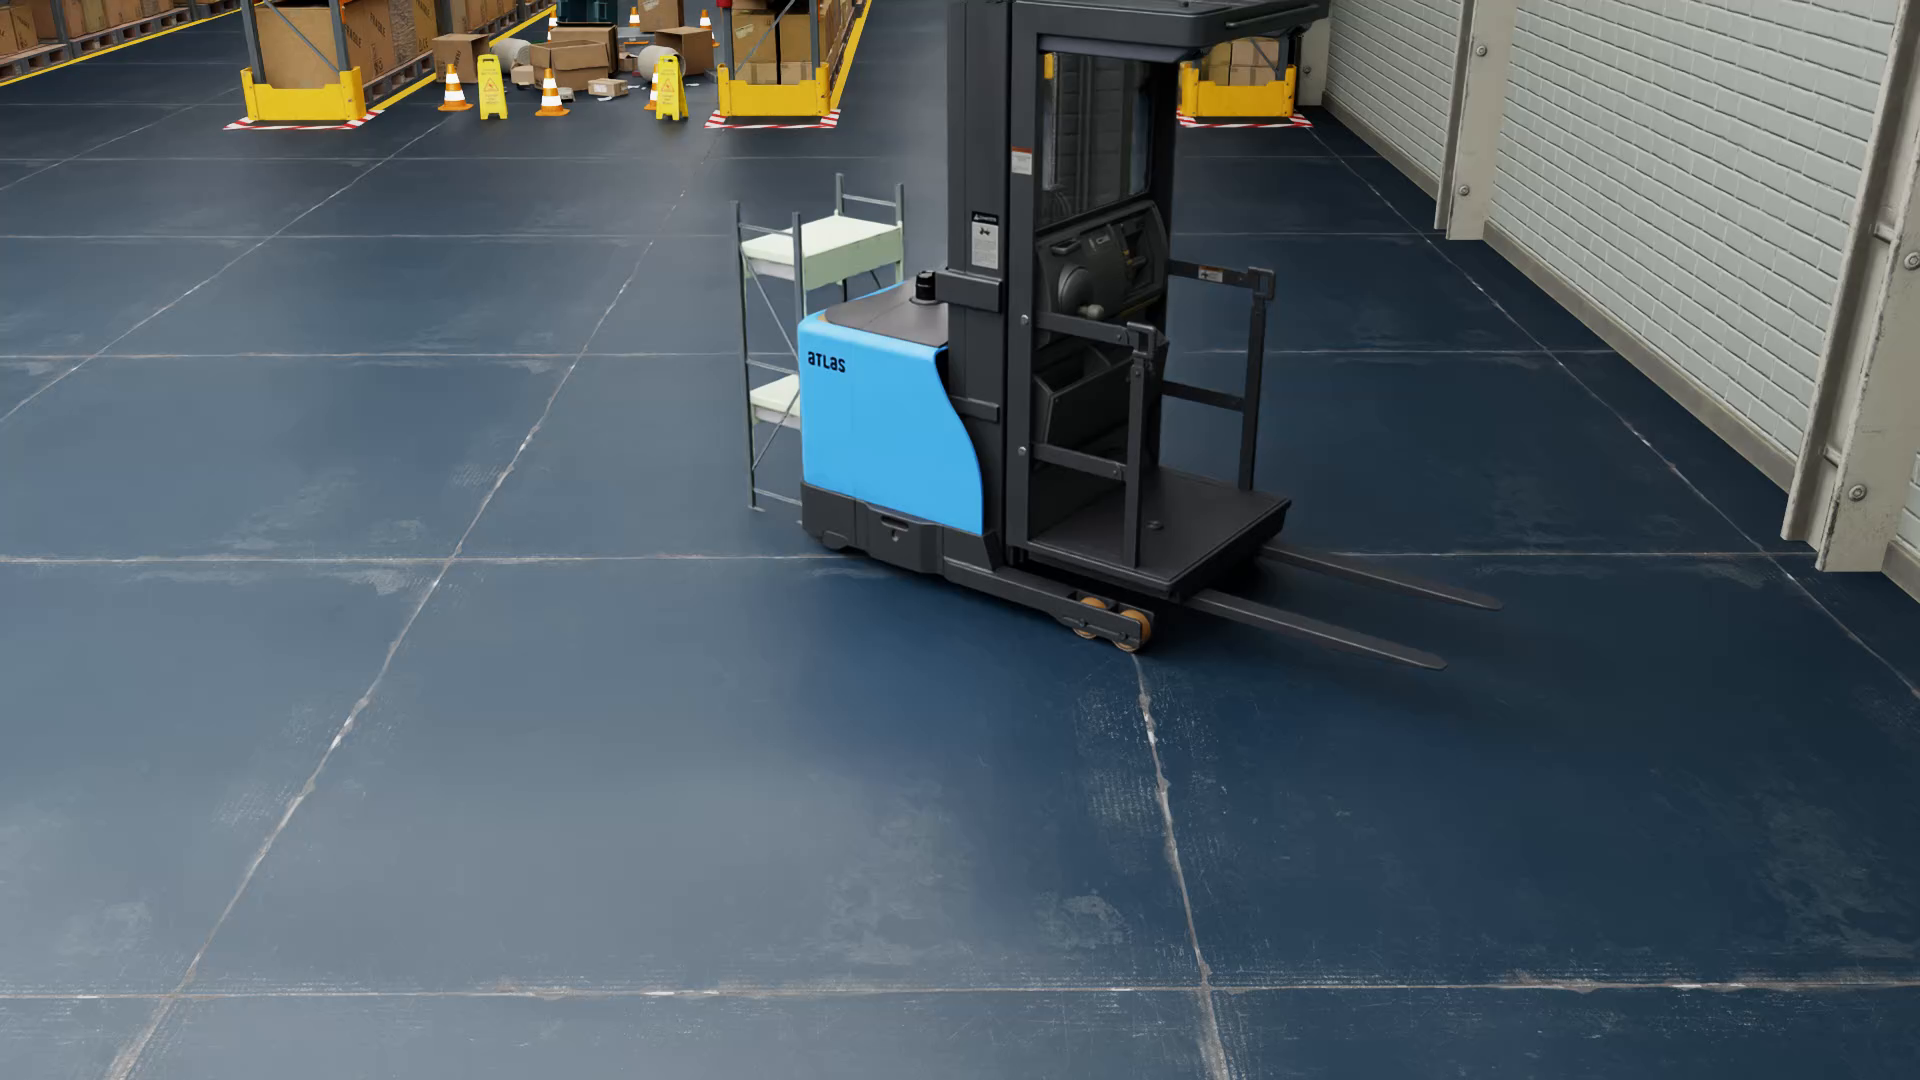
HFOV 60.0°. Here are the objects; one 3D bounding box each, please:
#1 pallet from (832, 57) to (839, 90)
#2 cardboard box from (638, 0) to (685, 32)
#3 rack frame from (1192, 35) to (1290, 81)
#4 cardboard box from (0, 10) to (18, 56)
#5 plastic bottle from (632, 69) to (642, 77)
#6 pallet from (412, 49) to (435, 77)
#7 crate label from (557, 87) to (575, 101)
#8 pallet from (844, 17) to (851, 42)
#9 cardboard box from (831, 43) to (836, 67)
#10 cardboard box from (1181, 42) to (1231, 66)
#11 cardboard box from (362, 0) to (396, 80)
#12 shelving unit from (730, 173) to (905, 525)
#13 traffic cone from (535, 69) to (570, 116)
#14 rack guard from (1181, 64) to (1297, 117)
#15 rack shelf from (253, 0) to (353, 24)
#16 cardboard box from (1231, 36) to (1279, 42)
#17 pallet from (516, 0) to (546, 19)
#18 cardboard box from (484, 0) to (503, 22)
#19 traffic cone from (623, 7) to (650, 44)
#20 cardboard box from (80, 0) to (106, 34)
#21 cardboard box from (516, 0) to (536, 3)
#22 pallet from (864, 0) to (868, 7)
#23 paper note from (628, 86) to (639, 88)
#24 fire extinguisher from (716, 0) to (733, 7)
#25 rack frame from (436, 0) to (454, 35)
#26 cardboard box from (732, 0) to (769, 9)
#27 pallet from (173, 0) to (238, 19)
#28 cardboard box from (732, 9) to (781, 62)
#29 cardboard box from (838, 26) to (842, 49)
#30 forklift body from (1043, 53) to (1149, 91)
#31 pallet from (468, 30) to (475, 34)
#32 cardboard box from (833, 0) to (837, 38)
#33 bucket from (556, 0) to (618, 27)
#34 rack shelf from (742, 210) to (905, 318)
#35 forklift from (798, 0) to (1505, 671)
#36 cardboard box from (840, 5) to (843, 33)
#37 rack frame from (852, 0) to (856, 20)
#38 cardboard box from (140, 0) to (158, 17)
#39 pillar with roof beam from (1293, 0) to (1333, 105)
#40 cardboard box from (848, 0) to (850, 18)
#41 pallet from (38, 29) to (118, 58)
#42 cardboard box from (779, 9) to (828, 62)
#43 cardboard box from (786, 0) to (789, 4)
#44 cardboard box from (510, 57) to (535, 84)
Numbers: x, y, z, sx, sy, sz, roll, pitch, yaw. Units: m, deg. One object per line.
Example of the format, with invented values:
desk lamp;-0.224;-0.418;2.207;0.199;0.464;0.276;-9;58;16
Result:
pallet;-1.972;-5.536;19.733;1.003;0.211;1.213;0;24;-1
cardboard box;-3.810;-6.772;21.198;0.500;0.500;0.500;0;24;-1
rack frame;2.976;-5.962;17.293;1.000;3.000;0.127;0;24;-1
cardboard box;-11.962;-6.194;20.328;0.500;0.500;0.500;8;25;16
plastic bottle;-3.892;-5.708;20.296;0.133;0.061;0.283;4;25;9
pallet;-7.049;-5.938;20.624;1.003;0.211;1.213;0;24;-1
crate label;-4.458;-4.984;18.604;0.250;0.136;0.298;-14;28;-28
pallet;-2.057;-7.141;23.283;1.003;0.211;1.213;0;24;-1
cardboard box;-1.736;-5.646;19.420;0.500;0.250;0.500;1;24;3
cardboard box;2.659;-5.328;18.110;0.500;0.250;0.500;-1;24;-1
cardboard box;-7.021;-5.739;18.869;0.875;0.875;0.875;-1;24;-1
shelving unit;-0.649;-0.915;7.954;0.431;1.500;0.755;17;29;32
traffic cone;-4.388;-4.809;17.821;0.336;0.463;0.334;0;24;-1
rack guard;2.977;-4.813;17.786;1.175;0.500;0.348;0;24;-1
rack shelf;-6.957;-6.371;19.069;1.077;0.370;4.000;0;24;-1
cardboard box;3.160;-5.555;18.007;0.500;0.250;0.500;-1;24;-1
pallet;-7.030;-8.222;25.674;1.003;0.211;1.213;0;24;-1
cardboard box;-7.093;-7.726;23.412;1.050;0.750;0.750;0;24;0
traffic cone;-4.447;-7.050;22.777;0.336;0.463;0.334;0;24;-1
cardboard box;-11.912;-7.053;22.205;0.700;0.500;0.500;0;24;-1
cardboard box;-6.776;-8.516;25.463;0.500;0.500;0.500;-1;24;-3
pallet;-2.018;-8.791;26.931;1.003;0.211;1.213;0;24;-1
paper note;-3.847;-5.312;19.471;0.148;0.019;0.142;8;26;18
fire extinguisher;-2.446;-5.854;17.147;0.296;0.674;0.183;0;24;-1
rack frame;-6.979;-7.523;20.743;1.000;3.000;0.127;0;24;-1
cardboard box;-2.328;-5.994;18.493;0.380;0.149;0.250;0;24;1
pallet;-11.917;-8.245;25.724;1.003;0.211;1.213;0;24;-1
cardboard box;-2.256;-5.548;18.293;0.500;0.500;0.500;0;24;0
cardboard box;-1.755;-6.283;20.828;0.500;0.250;0.500;1;24;2
forklift body;1.131;-6.349;19.177;2.313;2.155;1.214;0;24;-1
pallet;-7.063;-6.570;22.020;1.003;0.211;1.213;0;24;-1
cardboard box;-1.742;-6.204;19.745;0.500;0.500;0.500;1;24;2
bucket;-4.672;-6.678;21.003;0.726;0.611;0.620;8;16;18
rack shelf;-0.649;-1.271;7.793;0.431;0.370;0.720;17;29;32
forklift;0.759;-1.131;6.694;3.031;2.935;1.130;17;29;32
cardboard box;-2.039;-6.797;21.817;0.950;0.372;0.625;0;24;0
rack frame;-2.074;-9.235;24.529;1.000;3.000;0.127;0;24;-1
cardboard box;-11.937;-7.747;23.739;0.700;0.500;0.500;-2;24;-5
pillar with roof beam;-0.435;-8.967;16.657;9.100;9.000;0.400;0;24;-1
cardboard box;-2.062;-7.692;23.797;0.950;0.372;0.625;-1;24;-2
pallet;-11.950;-6.592;22.070;1.003;0.211;1.213;0;24;-1
cardboard box;-1.720;-5.562;18.325;0.500;0.500;0.500;-1;24;-2
cardboard box;-2.273;-6.188;19.710;0.500;0.500;0.500;1;24;2
cardboard box;-5.119;-5.577;19.759;0.396;0.266;0.258;4;25;9
